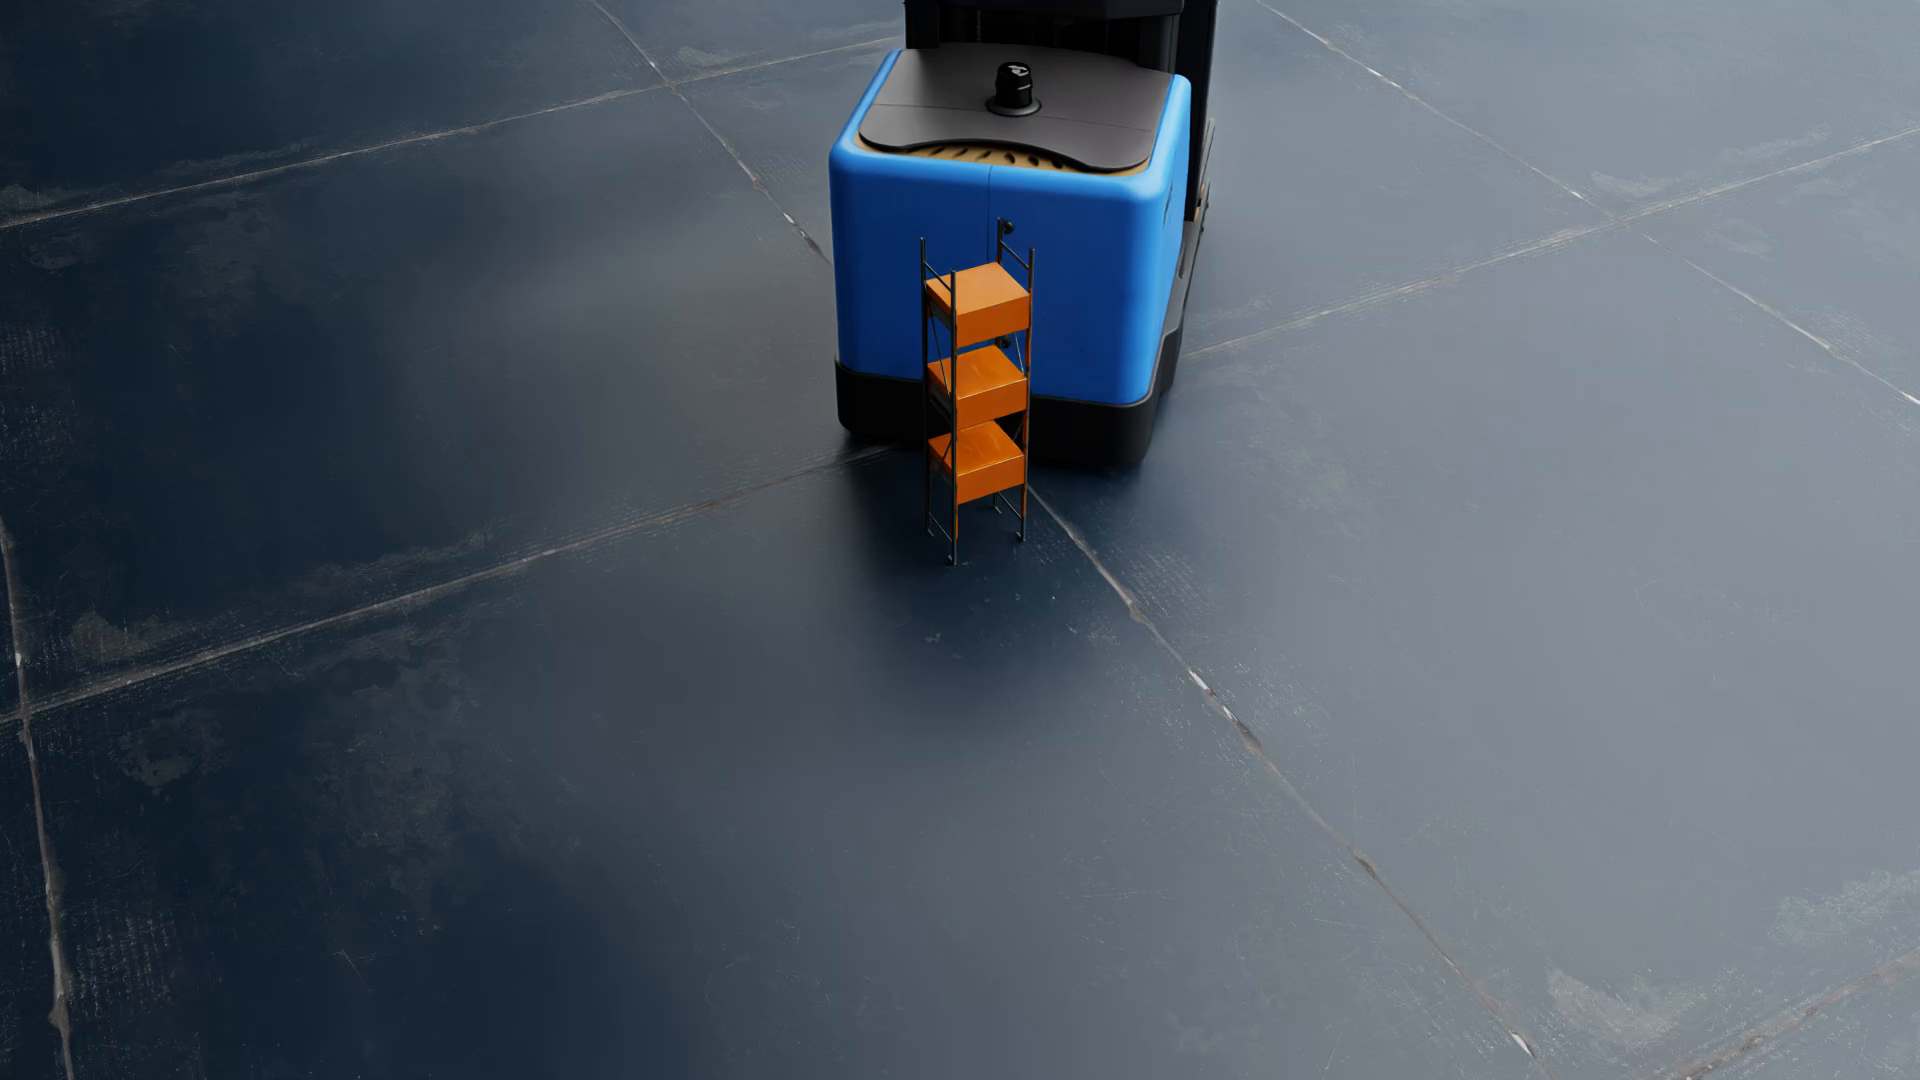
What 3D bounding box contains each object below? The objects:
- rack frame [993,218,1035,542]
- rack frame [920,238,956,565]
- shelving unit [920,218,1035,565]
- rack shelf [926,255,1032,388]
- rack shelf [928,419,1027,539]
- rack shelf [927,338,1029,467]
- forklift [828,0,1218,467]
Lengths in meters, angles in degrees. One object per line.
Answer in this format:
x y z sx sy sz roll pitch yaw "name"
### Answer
0.156 -0.453 4.973 0.008 1.050 0.200 -19 44 -21 "rack frame"
-0.061 -0.380 4.887 0.008 1.050 0.200 -19 44 -21 "rack frame"
0.047 -0.417 4.930 0.252 1.050 0.215 -19 44 -21 "shelving unit"
0.047 -0.625 4.753 0.240 0.259 0.215 -19 44 -21 "rack shelf"
0.047 -0.196 5.116 0.240 0.259 0.215 -19 44 -21 "rack shelf"
0.047 -0.409 4.937 0.240 0.259 0.215 -19 44 -21 "rack shelf"
0.400 -2.317 5.719 1.130 2.935 3.031 8 41 9 "forklift"
